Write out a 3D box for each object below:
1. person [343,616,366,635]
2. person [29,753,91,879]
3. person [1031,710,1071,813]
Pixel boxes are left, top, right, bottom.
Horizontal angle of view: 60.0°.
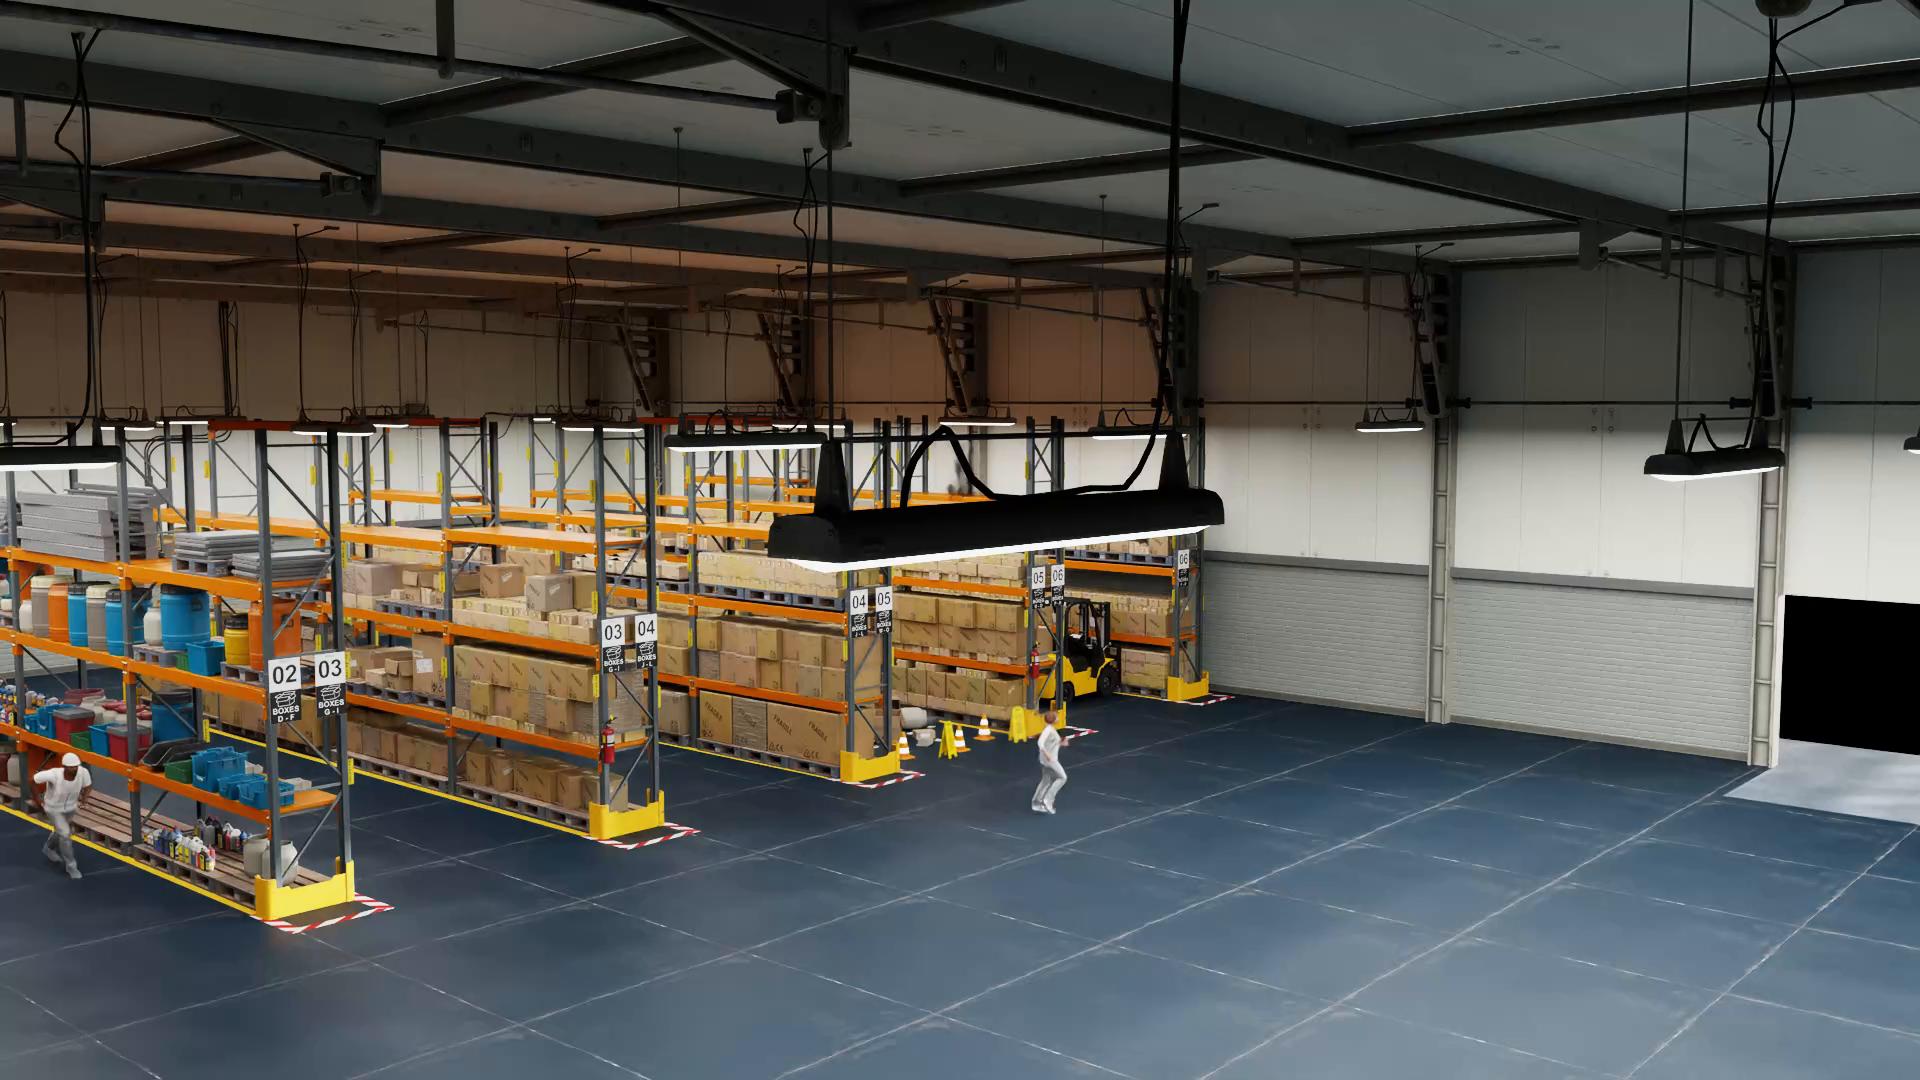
[{"bbox_3d":[-14.365,2.190,39.252,0.702,1.741,0.806,4,6,42],"label":"person"},{"bbox_3d":[-12.079,3.664,22.315,1.030,1.716,0.746,4,6,39],"label":"person"},{"bbox_3d":[1.404,3.410,25.634,0.639,1.585,0.511,-1,5,-8],"label":"person"}]
